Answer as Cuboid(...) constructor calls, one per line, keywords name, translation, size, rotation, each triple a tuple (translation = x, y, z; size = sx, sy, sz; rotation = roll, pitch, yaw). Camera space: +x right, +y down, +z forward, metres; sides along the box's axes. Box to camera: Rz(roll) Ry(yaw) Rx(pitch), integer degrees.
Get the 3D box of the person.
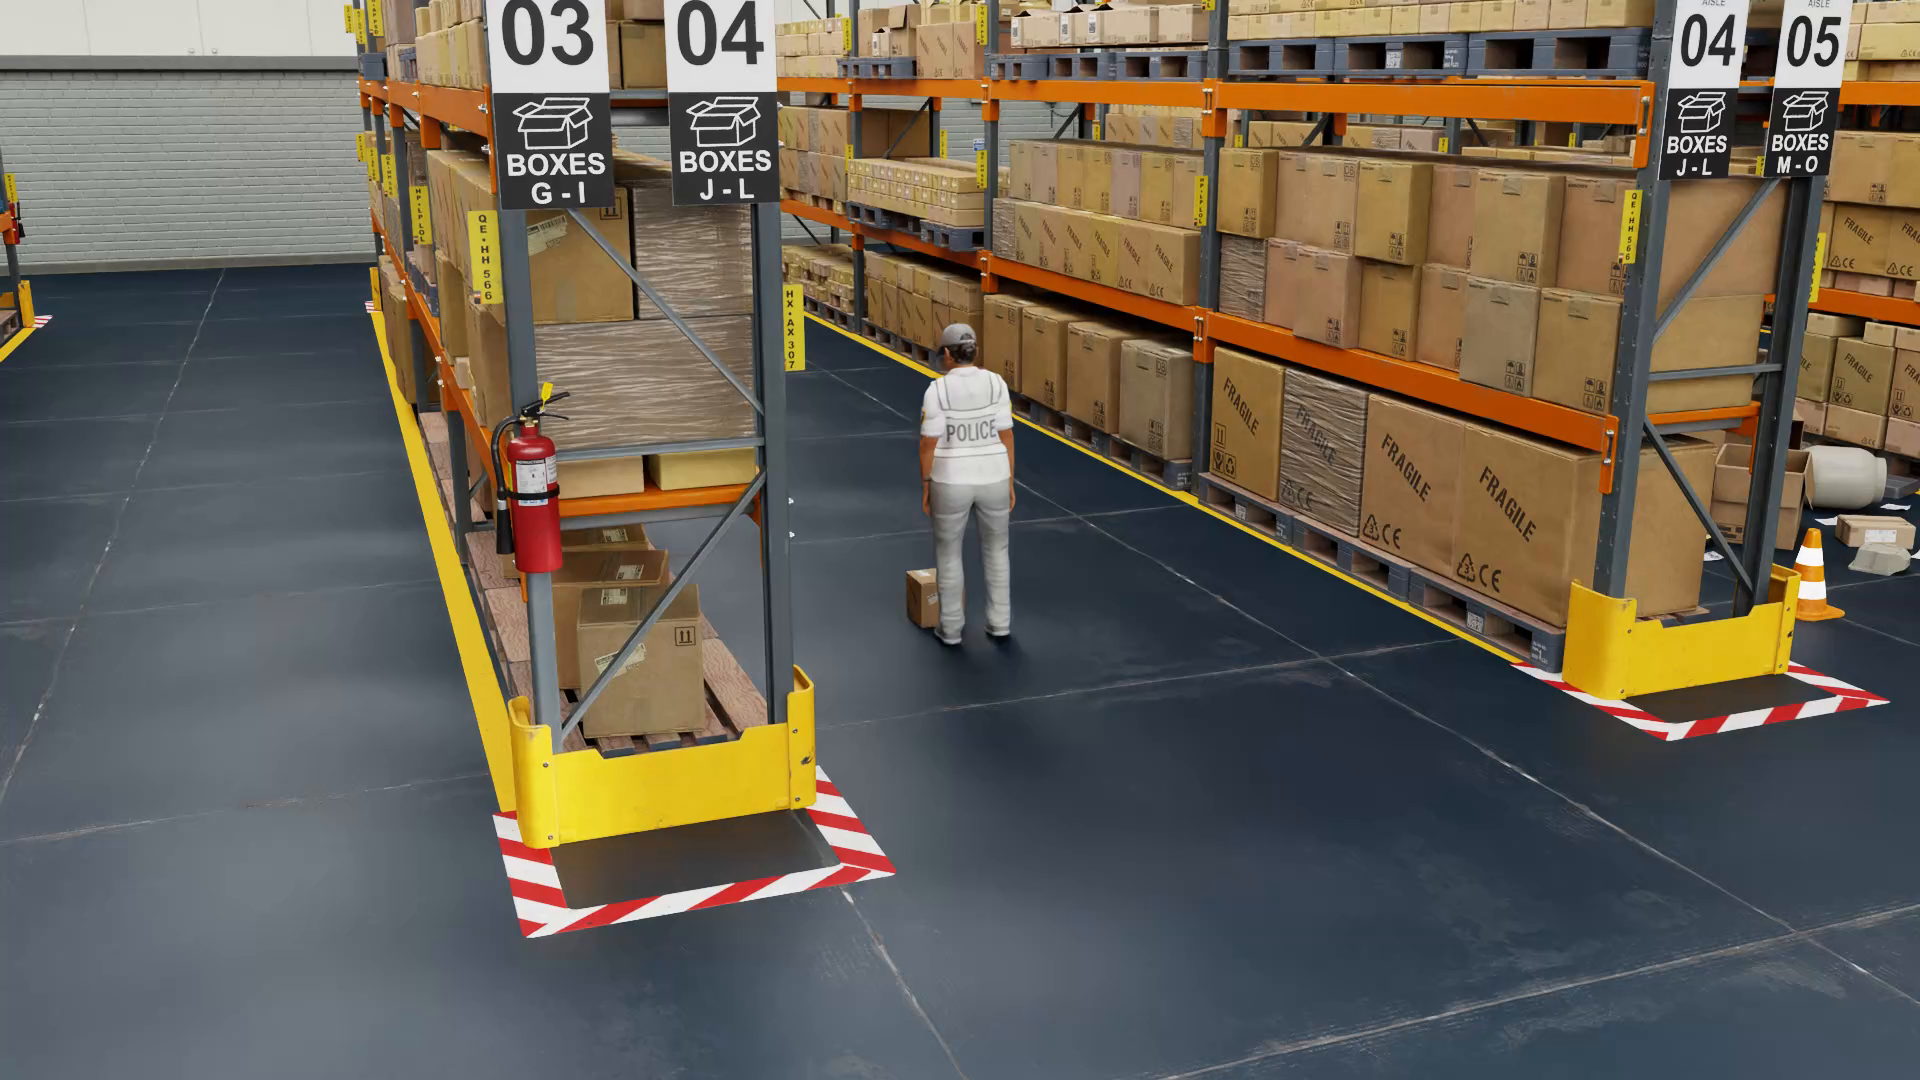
Cuboid(name="person", translation=(0.033, -0.268, 8.438), size=(0.530, 1.670, 0.465), rotation=(-4, 16, -15))
